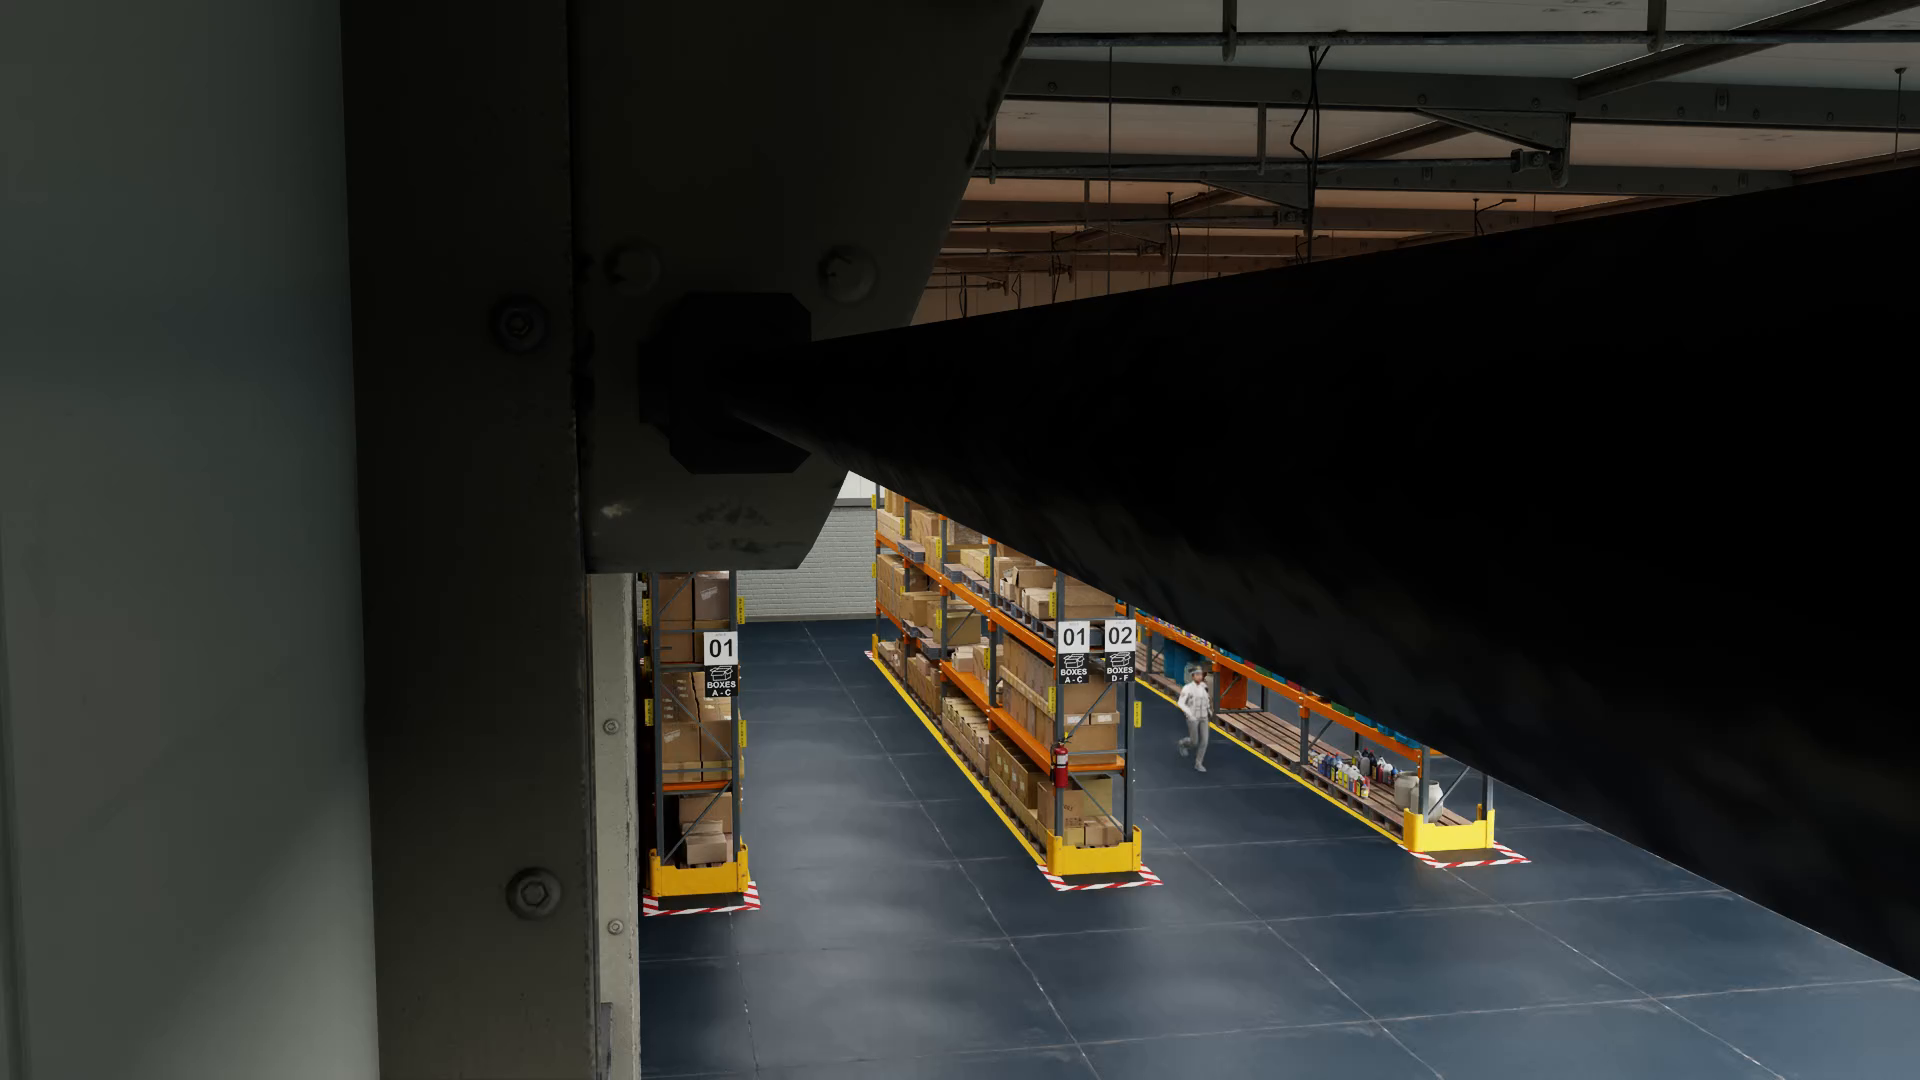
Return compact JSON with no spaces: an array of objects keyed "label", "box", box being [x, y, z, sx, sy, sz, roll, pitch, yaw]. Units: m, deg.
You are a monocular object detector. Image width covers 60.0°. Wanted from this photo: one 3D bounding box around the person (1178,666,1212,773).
[{"label":"person","box":[3.748,2.806,26.352,0.617,1.670,0.662,-2,6,-22]}]
